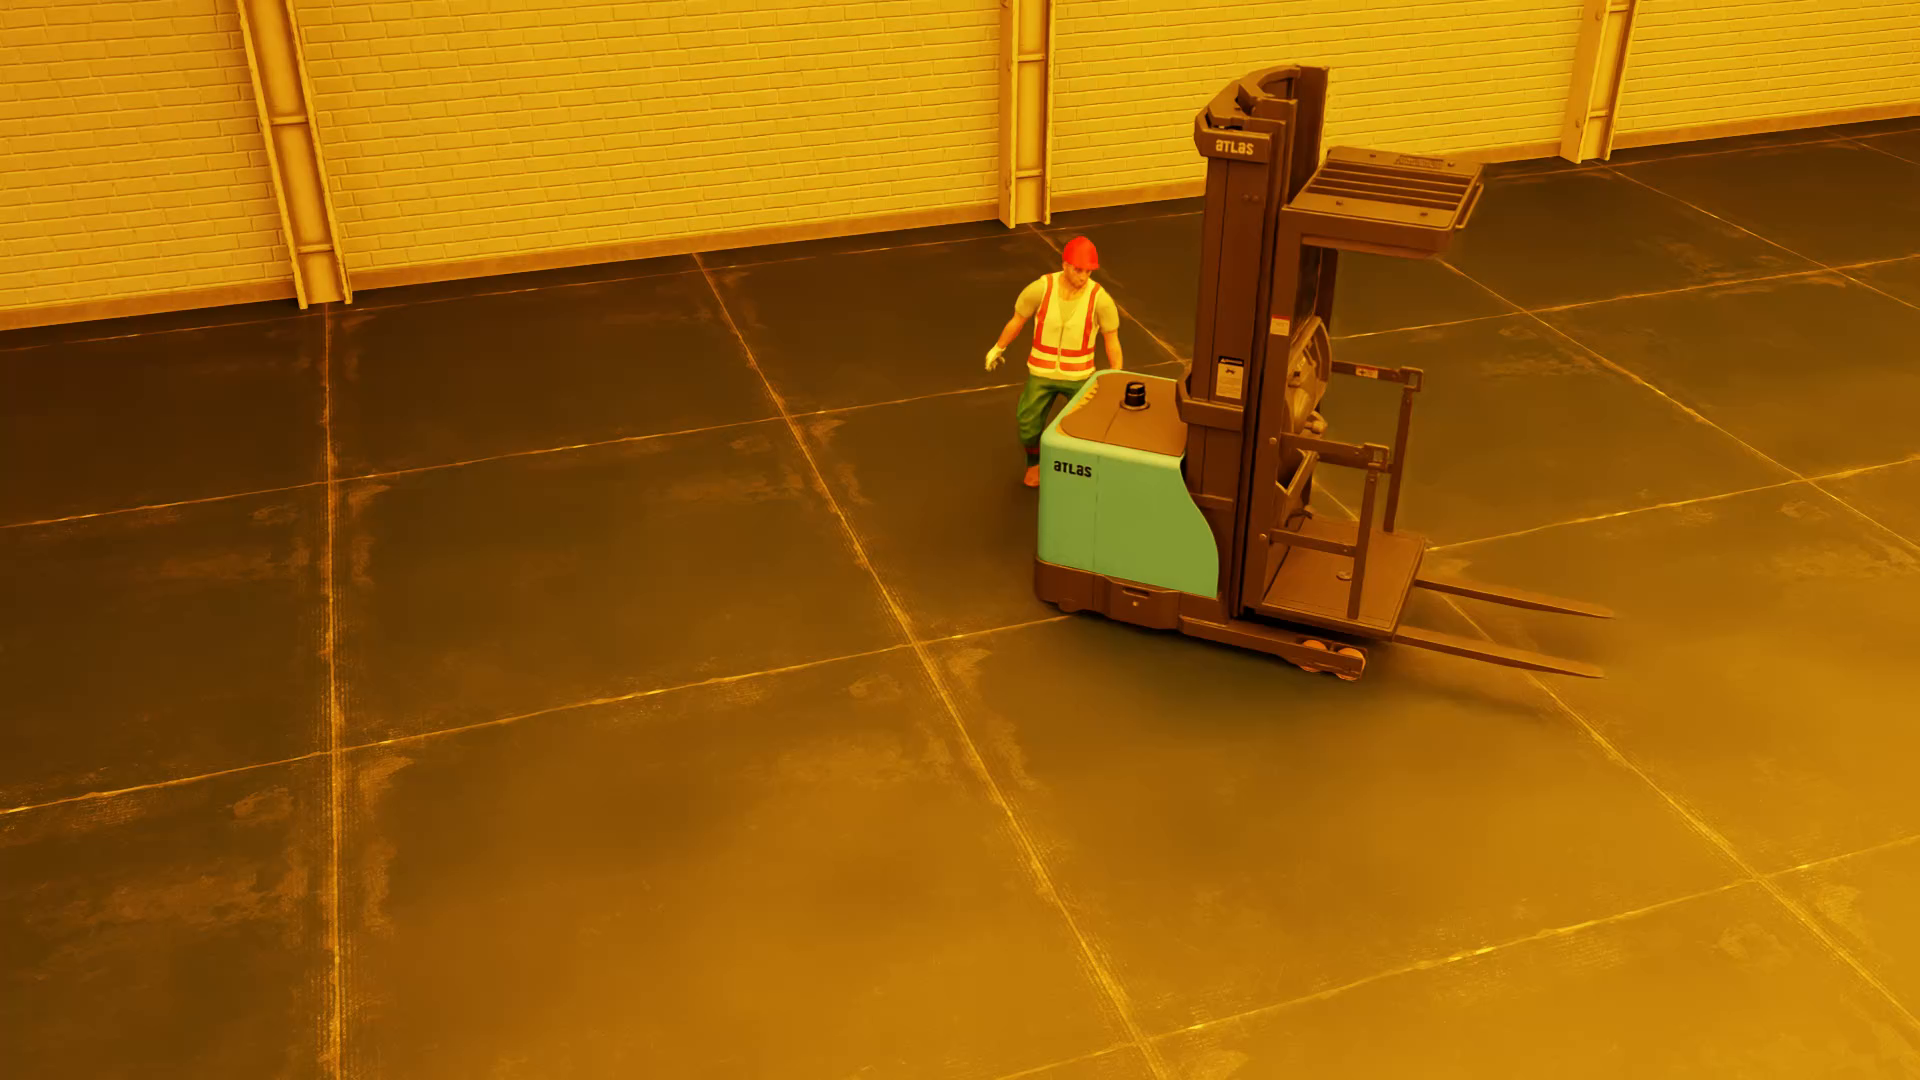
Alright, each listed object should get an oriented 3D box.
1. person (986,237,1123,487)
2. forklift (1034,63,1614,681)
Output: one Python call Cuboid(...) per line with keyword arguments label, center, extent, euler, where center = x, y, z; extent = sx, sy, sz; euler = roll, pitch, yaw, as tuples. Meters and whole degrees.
Cuboid(label="person", center=(0.593, -1.071, 10.183), extent=(0.895, 1.703, 0.496), euler=(6, 30, 10))
Cuboid(label="forklift", center=(1.981, -0.834, 8.537), extent=(3.031, 2.935, 1.130), euler=(12, 32, 20))
